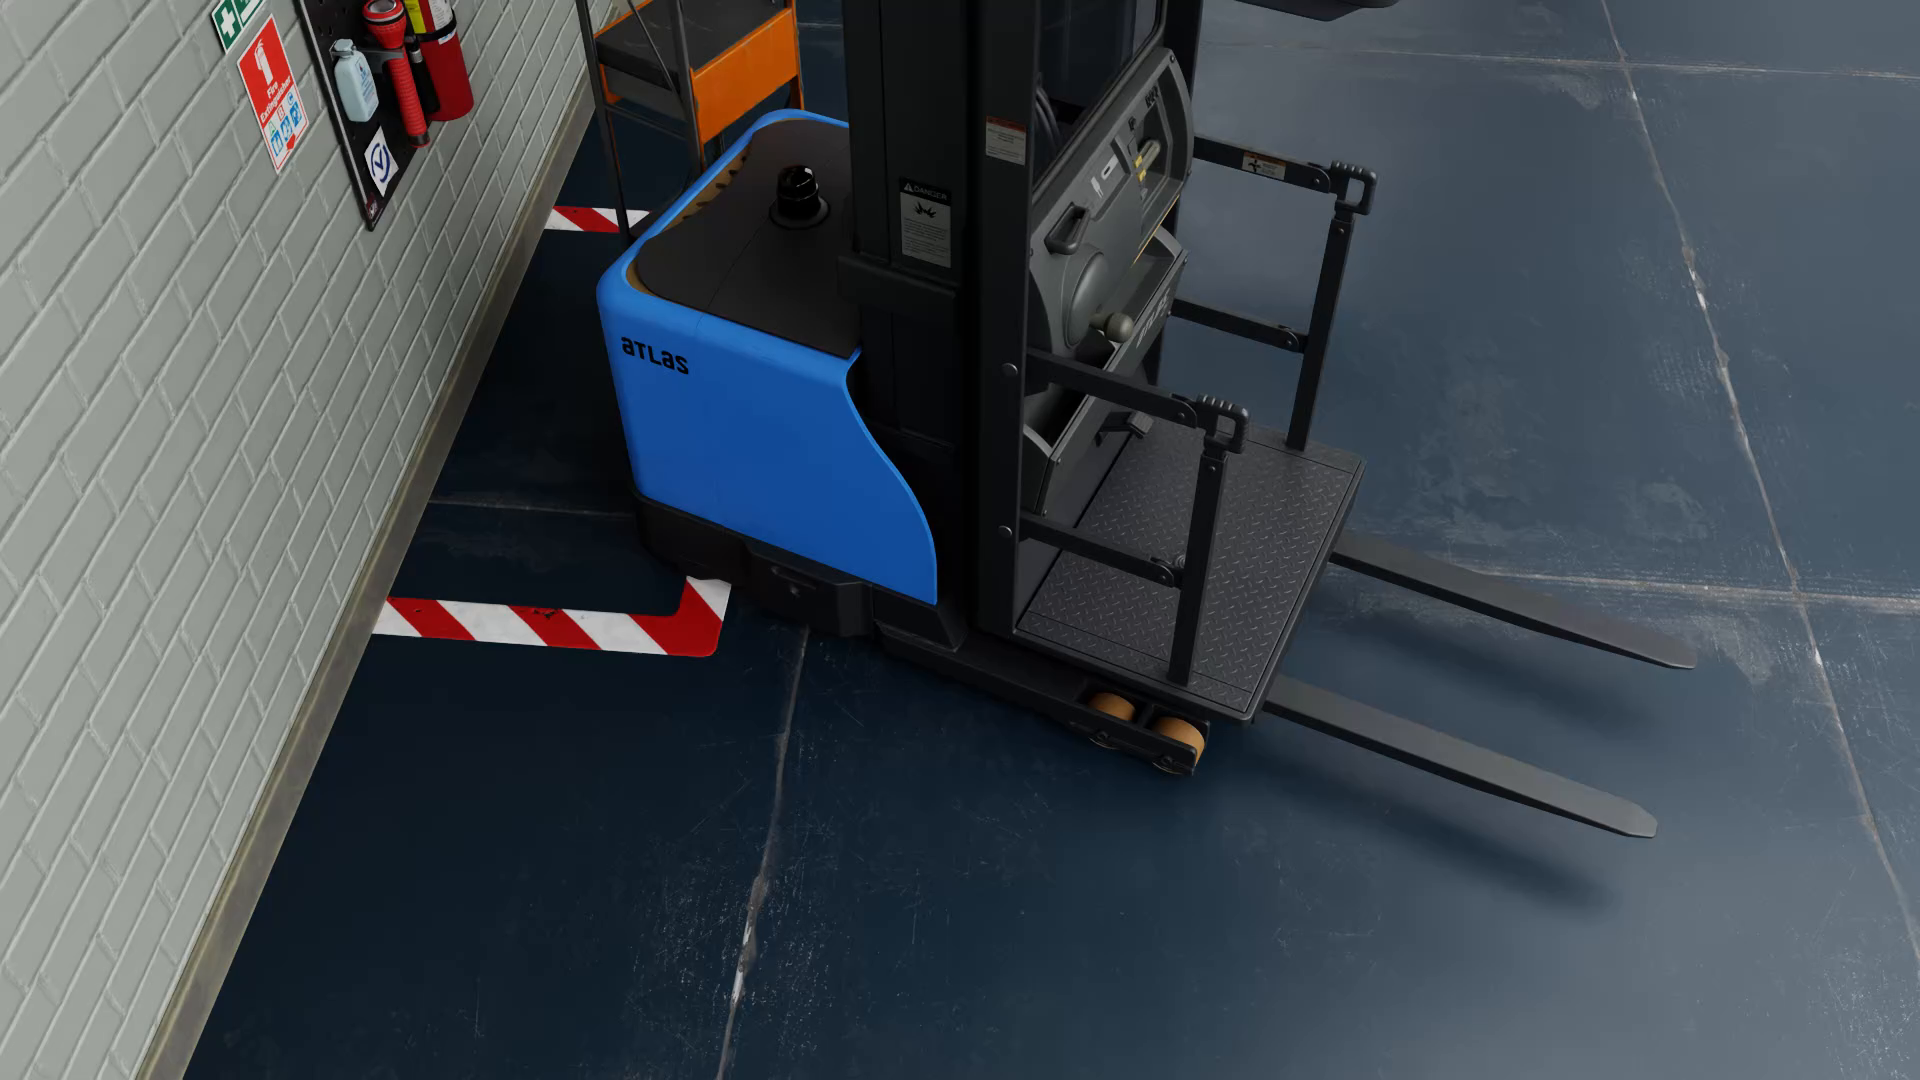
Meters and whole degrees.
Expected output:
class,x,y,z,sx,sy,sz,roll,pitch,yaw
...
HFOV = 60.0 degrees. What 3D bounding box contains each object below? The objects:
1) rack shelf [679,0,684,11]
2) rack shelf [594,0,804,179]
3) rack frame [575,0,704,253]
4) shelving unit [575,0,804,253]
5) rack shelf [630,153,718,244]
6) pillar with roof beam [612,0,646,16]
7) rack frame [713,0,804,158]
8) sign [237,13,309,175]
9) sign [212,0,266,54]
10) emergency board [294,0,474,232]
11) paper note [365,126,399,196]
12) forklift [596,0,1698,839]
class,x,y,z,sx,sy,sz,roll,pitch,yaw
rack shelf,-0.803,-1.859,4.595,0.431,0.518,0.480,26,53,22
rack shelf,-0.800,-1.385,5.110,0.431,0.518,0.480,26,53,22
rack frame,-0.935,-1.244,4.963,0.400,2.100,0.015,26,53,22
shelving unit,-0.800,-1.394,5.100,0.431,2.100,0.503,26,53,22
rack shelf,-0.796,-0.910,5.624,0.431,0.518,0.480,26,53,22
pillar with roof beam,2.960,-5.068,3.787,9.100,9.000,0.400,4,48,4
rack frame,-0.664,-1.544,5.237,0.400,2.100,0.015,26,53,22
sign,-1.743,-1.133,4.229,0.001,0.329,0.234,4,48,4
sign,-1.734,-1.314,4.036,0.001,0.109,0.331,4,48,4
emergency board,-1.590,-1.520,4.607,0.194,1.169,0.643,4,48,4
paper note,-1.675,-1.097,4.818,0.016,0.148,0.142,4,48,4
forklift,0.561,-0.788,3.984,3.031,2.935,1.130,20,51,17
